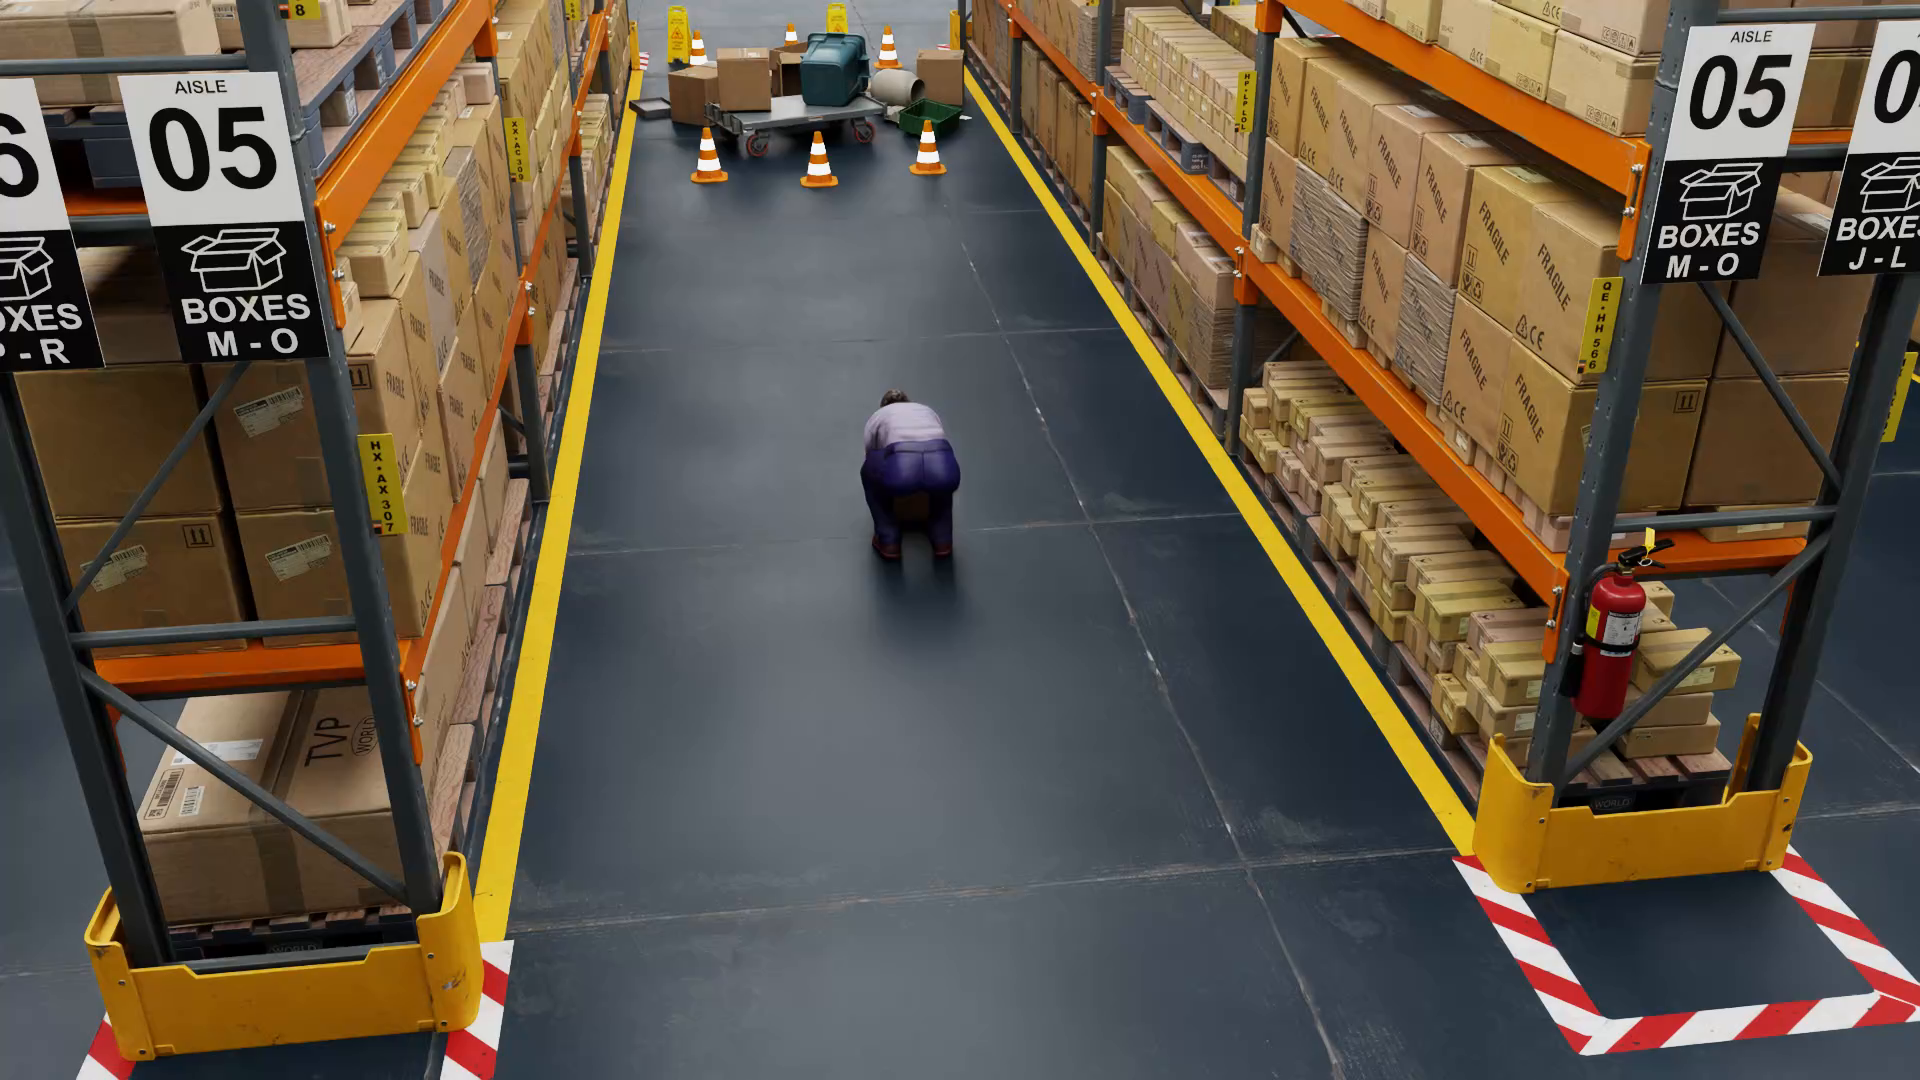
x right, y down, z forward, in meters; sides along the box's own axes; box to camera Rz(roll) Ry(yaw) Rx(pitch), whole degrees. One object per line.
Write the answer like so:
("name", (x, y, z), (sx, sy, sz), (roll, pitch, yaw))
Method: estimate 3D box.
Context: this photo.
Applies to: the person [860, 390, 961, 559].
("person", (-0.276, -0.357, 8.842), (0.511, 0.747, 0.831), (-4, 28, -9))
